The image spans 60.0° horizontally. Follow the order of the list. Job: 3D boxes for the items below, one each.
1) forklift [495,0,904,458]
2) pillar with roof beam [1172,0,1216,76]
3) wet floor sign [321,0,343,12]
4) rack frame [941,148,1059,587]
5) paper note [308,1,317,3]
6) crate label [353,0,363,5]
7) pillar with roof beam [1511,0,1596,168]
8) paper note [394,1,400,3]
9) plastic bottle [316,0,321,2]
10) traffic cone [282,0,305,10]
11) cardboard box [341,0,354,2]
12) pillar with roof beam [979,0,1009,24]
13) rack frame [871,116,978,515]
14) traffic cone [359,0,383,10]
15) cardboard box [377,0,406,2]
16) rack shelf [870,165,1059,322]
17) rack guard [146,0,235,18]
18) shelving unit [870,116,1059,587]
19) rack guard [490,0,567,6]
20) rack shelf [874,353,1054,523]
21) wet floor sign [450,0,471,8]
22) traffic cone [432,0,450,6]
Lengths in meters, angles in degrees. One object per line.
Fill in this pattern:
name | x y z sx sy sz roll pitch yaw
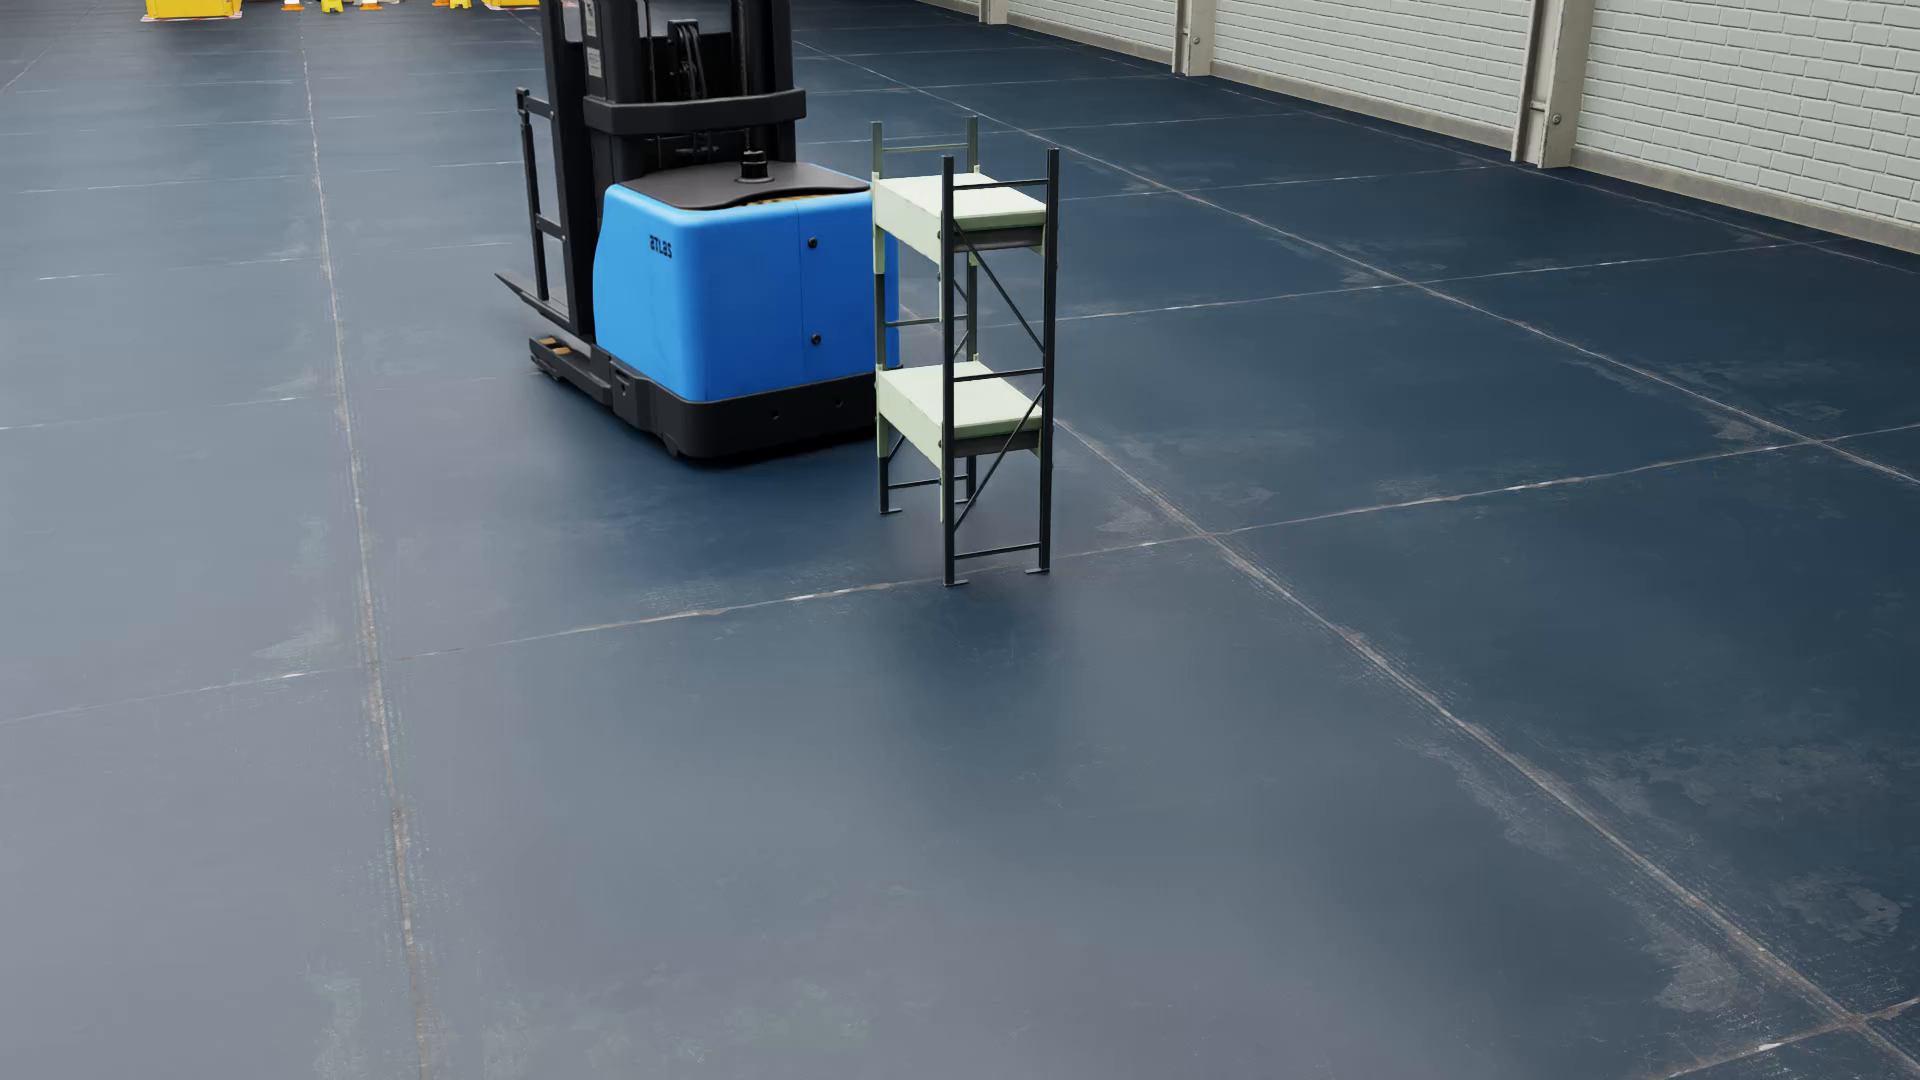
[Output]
forklift | -1.470 -2.209 7.718 1.130 2.935 3.031 -14 27 -30
pillar with roof beam | -1.420 -8.803 15.549 9.100 9.000 0.400 -8 24 -19
wet floor sign | -9.604 -8.390 25.326 0.267 0.644 0.232 -13 26 -28
rack frame | 0.132 -0.556 5.637 0.400 1.500 0.023 -8 24 -19
paper note | -10.417 -8.633 26.694 0.144 0.017 0.142 0 23 -1
crate label | -9.484 -8.591 26.457 0.298 0.136 0.250 18 29 36
pillar with roof beam | 0.700 -6.622 10.376 9.100 9.000 0.400 -8 24 -19
paper note | -9.067 -8.632 26.691 0.148 0.019 0.142 -18 29 -37
plastic bottle | -10.373 -8.782 27.007 0.133 0.061 0.283 -18 29 -37
traffic cone | -10.326 -8.433 25.662 0.336 0.463 0.334 -8 24 -19
cardboard box | -9.860 -9.070 27.122 0.637 0.503 0.797 12 26 27
pillar with roof beam | -3.540 -10.983 20.721 9.100 9.000 0.400 -8 24 -19
rack frame | -0.127 -0.822 6.268 0.400 1.500 0.023 -8 24 -19
traffic cone | -9.148 -8.464 25.736 0.336 0.463 0.334 -8 24 -19
cardboard box | -9.224 -8.815 26.973 0.380 0.149 0.250 4 23 9
rack shelf | 0.002 -1.048 5.801 0.431 0.370 0.720 -8 24 -19
rack guard | -11.458 -8.053 24.714 1.175 0.500 0.348 -8 24 -19
shelving unit | 0.002 -0.689 5.953 0.431 1.500 0.755 -8 24 -19
rack guard | -6.898 -8.806 26.498 1.175 0.500 0.348 -8 24 -19
rack shelf | 0.002 -0.388 6.080 0.431 0.370 0.720 -8 24 -19
wet floor sign | -7.805 -8.629 25.893 0.267 0.644 0.232 0 23 -1
traffic cone | -8.230 -8.740 26.391 0.336 0.463 0.334 -8 24 -19
